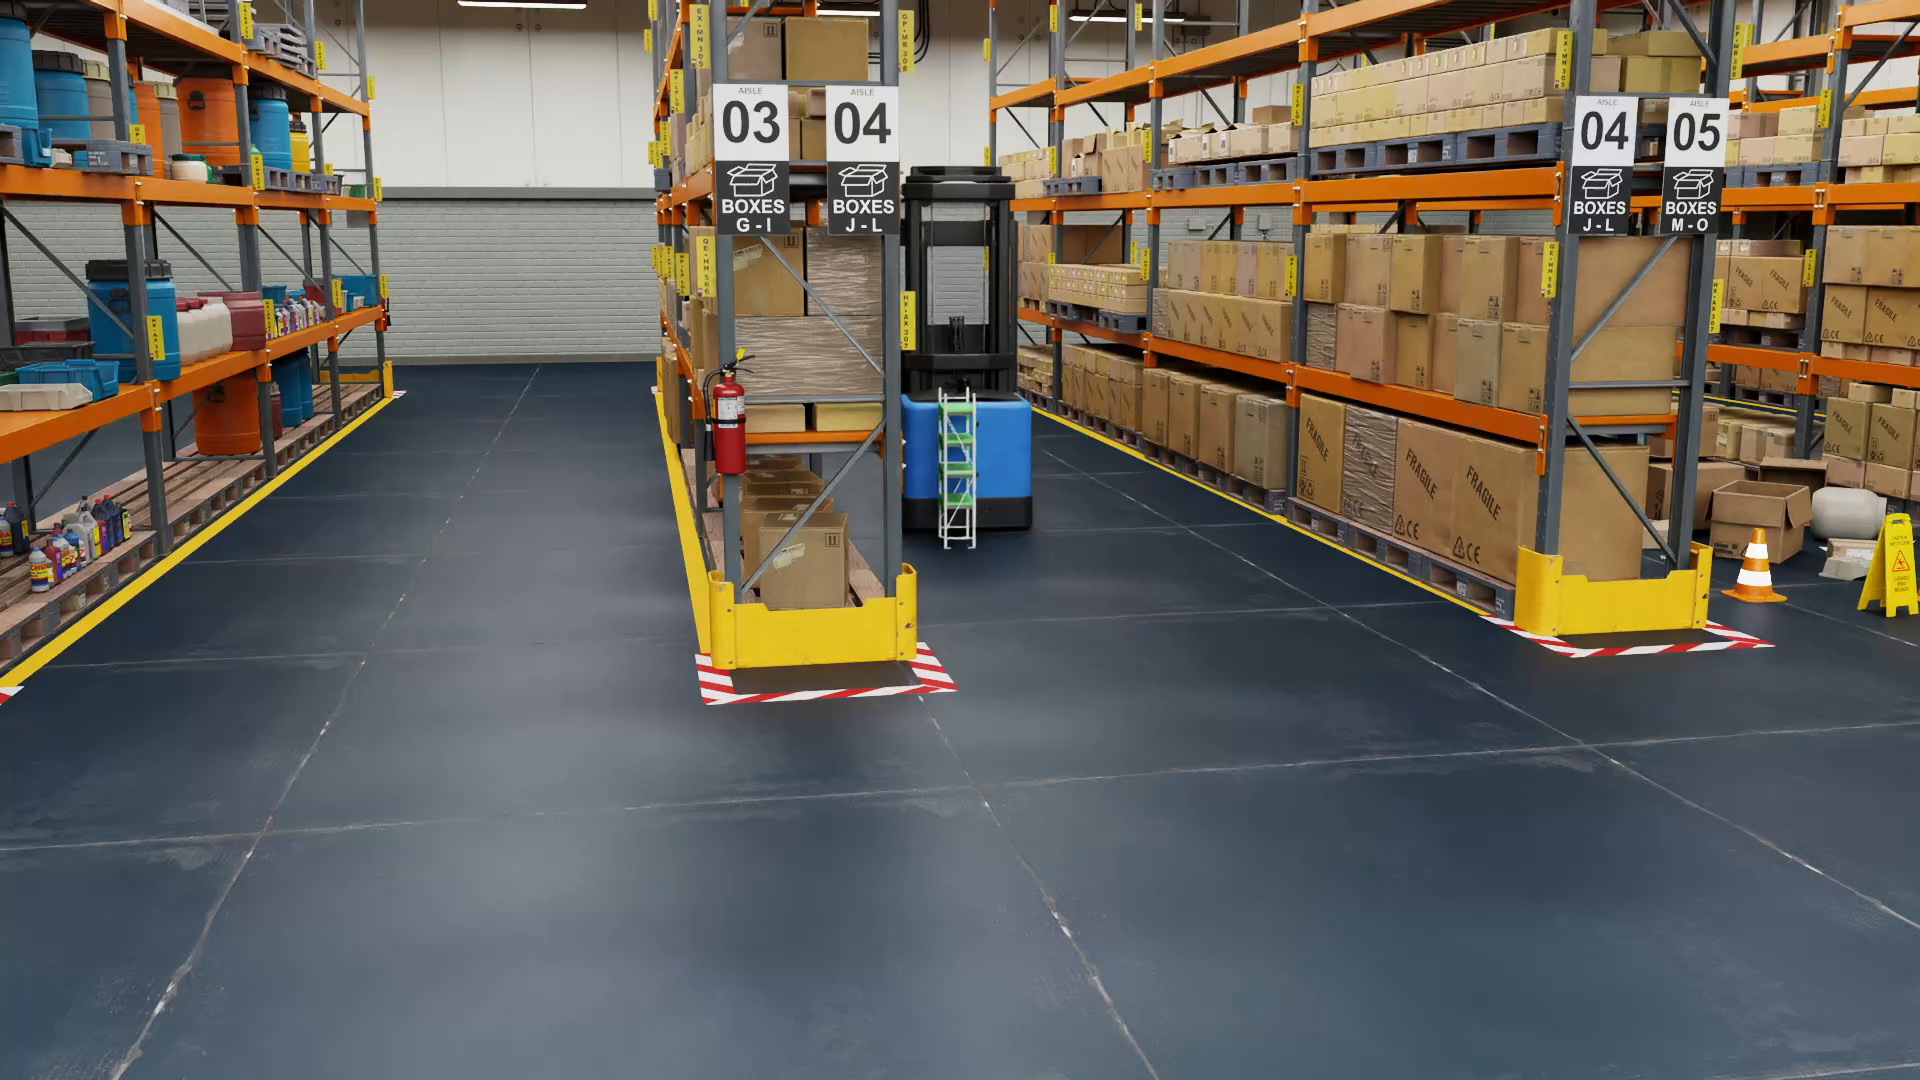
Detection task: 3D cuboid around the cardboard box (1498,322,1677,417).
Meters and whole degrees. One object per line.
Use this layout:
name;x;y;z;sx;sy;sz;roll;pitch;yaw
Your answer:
cardboard box;3.936;-1.083;10.463;0.875;0.550;0.550;-2;11;-11

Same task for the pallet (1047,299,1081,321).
pallet;1.724;-2.904;20.945;1.003;0.211;1.213;-2;11;-11

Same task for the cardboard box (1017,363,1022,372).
cardboard box;1.011;-2.534;24.193;0.380;0.149;0.250;-3;11;-14

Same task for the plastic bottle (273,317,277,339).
plastic bottle;-7.085;-2.213;17.114;0.061;0.283;0.133;-2;11;-11

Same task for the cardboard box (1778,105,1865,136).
cardboard box;7.873;-3.829;15.208;0.500;0.250;0.500;-2;11;-10

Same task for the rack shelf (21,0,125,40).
rack shelf;-6.080;-3.365;9.803;1.077;0.370;4.000;-2;11;-11

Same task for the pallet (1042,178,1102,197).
pallet;1.734;-4.408;20.814;1.213;0.211;1.003;-2;11;-11

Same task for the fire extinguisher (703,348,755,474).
fire extinguisher;-1.262;-0.705;9.087;0.296;0.674;0.183;-2;11;-11

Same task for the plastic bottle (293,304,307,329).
plastic bottle;-7.462;-2.521;18.751;0.152;0.276;0.135;-2;11;-11

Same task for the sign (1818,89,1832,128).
sign;7.567;-3.775;14.551;0.100;0.325;0.005;-2;11;-11

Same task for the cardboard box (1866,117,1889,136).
cardboard box;7.931;-3.501;14.084;0.380;0.149;0.250;-2;11;-9

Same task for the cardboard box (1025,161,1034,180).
cardboard box;1.184;-5.056;22.780;0.500;0.250;0.500;-2;11;-9

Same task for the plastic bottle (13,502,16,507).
plastic bottle;-6.837;-0.136;12.009;0.097;0.271;0.097;0;11;0

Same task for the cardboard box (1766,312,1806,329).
cardboard box;7.740;-2.042;15.453;0.380;0.149;0.250;-2;11;-10

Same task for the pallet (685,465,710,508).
pallet;-2.004;-0.512;15.321;1.003;0.211;1.213;-2;11;-11

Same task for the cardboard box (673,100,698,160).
cardboard box;-2.350;-3.736;15.176;0.500;0.500;0.500;-2;11;-13

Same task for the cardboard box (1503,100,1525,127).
cardboard box;3.607;-2.643;10.321;0.380;0.149;0.250;-2;11;-11

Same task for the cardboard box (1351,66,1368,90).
cardboard box;3.161;-3.455;12.453;0.380;0.149;0.250;-2;11;-12

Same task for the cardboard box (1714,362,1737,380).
cardboard box;11.526;-2.539;24.581;0.500;0.311;0.500;-2;11;-9

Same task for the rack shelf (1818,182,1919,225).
rack shelf;8.499;-2.628;12.886;1.077;0.370;4.000;-2;11;-11

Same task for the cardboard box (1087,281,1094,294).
cardboard box;1.701;-2.950;19.425;0.380;0.149;0.250;-2;11;-10

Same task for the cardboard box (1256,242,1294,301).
cardboard box;3.070;-2.402;14.853;0.700;0.500;0.500;-2;11;-12

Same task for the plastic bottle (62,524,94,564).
plastic bottle;-5.933;0.019;11.181;0.152;0.276;0.135;-2;11;-10

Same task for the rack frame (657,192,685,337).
rack frame;-3.944;-3.716;24.696;1.000;3.000;0.127;-2;11;-11

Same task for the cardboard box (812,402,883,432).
cardboard box;-0.654;-0.719;9.622;0.380;0.149;0.250;-2;11;-11

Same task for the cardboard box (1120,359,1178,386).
cardboard box;2.106;-1.873;18.571;0.500;0.250;0.500;-2;11;-12

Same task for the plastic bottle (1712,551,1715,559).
plastic bottle;5.522;0.096;12.526;0.133;0.061;0.283;-6;13;-31

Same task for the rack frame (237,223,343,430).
rack frame;-8.025;-2.802;19.895;1.000;3.000;0.127;-2;11;-11

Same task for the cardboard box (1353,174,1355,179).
cardboard box;6.021;-5.479;24.280;0.500;0.500;0.500;-2;11;-10

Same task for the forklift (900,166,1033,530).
forklift;-0.073;-1.748;14.544;1.130;2.935;3.031;-1;11;-6

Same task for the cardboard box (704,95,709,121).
cardboard box;-1.289;-2.515;9.698;0.380;0.149;0.250;-3;11;-13

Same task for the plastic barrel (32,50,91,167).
plastic barrel;-6.781;-3.140;12.308;0.600;0.901;0.708;-2;11;-11

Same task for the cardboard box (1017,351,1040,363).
cardboard box;0.985;-2.626;23.884;0.380;0.149;0.250;-2;11;-10

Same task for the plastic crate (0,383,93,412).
plastic crate;-5.905;-0.917;10.695;0.530;0.136;0.437;-2;11;-11

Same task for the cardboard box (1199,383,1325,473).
cardboard box;2.882;-1.065;15.665;1.050;0.750;0.750;-2;11;-11

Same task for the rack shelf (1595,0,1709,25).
rack shelf;11.034;-8.117;24.810;1.077;0.370;4.000;-2;11;-11

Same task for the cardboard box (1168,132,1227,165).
cardboard box;2.422;-3.955;16.777;0.500;0.311;0.500;-2;11;-11

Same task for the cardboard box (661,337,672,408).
cardboard box;-3.022;-2.028;20.388;1.225;0.875;0.875;-2;11;-11

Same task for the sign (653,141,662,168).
sign;-3.710;-4.728;20.398;0.100;0.325;0.005;-2;11;-11

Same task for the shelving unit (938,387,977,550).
shelving unit;-0.024;-0.565;12.953;0.258;1.200;0.503;-1;11;-6

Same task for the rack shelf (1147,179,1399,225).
rack shelf;2.885;-3.164;15.697;1.077;0.370;4.000;-2;11;-11

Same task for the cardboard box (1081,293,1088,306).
cardboard box;1.649;-2.852;19.708;0.380;0.149;0.250;-3;11;-14

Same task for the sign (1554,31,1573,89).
sign;3.518;-2.795;9.682;0.100;0.325;0.005;-2;11;-11

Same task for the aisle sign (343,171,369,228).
aisle sign;-8.529;-4.836;23.632;0.394;0.787;0.004;-2;11;-11

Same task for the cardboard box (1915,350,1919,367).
cardboard box;8.135;-1.496;13.705;0.380;0.149;0.250;-2;11;-11

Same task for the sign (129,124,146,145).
sign;-5.927;-2.831;11.999;0.100;0.325;0.005;-2;11;-11

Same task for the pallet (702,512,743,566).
pallet;-1.445;-0.023;12.753;1.003;0.211;1.213;-2;11;-11

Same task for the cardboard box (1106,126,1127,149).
cardboard box;1.893;-4.609;19.052;0.396;0.266;0.258;-2;11;-11

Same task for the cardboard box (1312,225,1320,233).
cardboard box;5.633;-4.762;25.520;0.380;0.149;0.250;-2;11;-9

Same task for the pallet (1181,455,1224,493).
pallet;2.810;-0.670;16.151;1.003;0.211;1.213;-2;11;-11

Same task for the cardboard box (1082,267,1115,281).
cardboard box;1.652;-3.144;19.648;0.380;0.149;0.250;-2;11;-9

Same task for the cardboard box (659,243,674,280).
cardboard box;-3.912;-3.872;23.118;0.500;0.500;0.500;-2;11;-13

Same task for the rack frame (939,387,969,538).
rack frame;-0.048;-0.610;13.192;0.240;1.200;0.015;-1;11;-6

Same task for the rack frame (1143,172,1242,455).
rack frame;2.497;-2.410;17.837;1.000;3.000;0.127;-2;11;-11
